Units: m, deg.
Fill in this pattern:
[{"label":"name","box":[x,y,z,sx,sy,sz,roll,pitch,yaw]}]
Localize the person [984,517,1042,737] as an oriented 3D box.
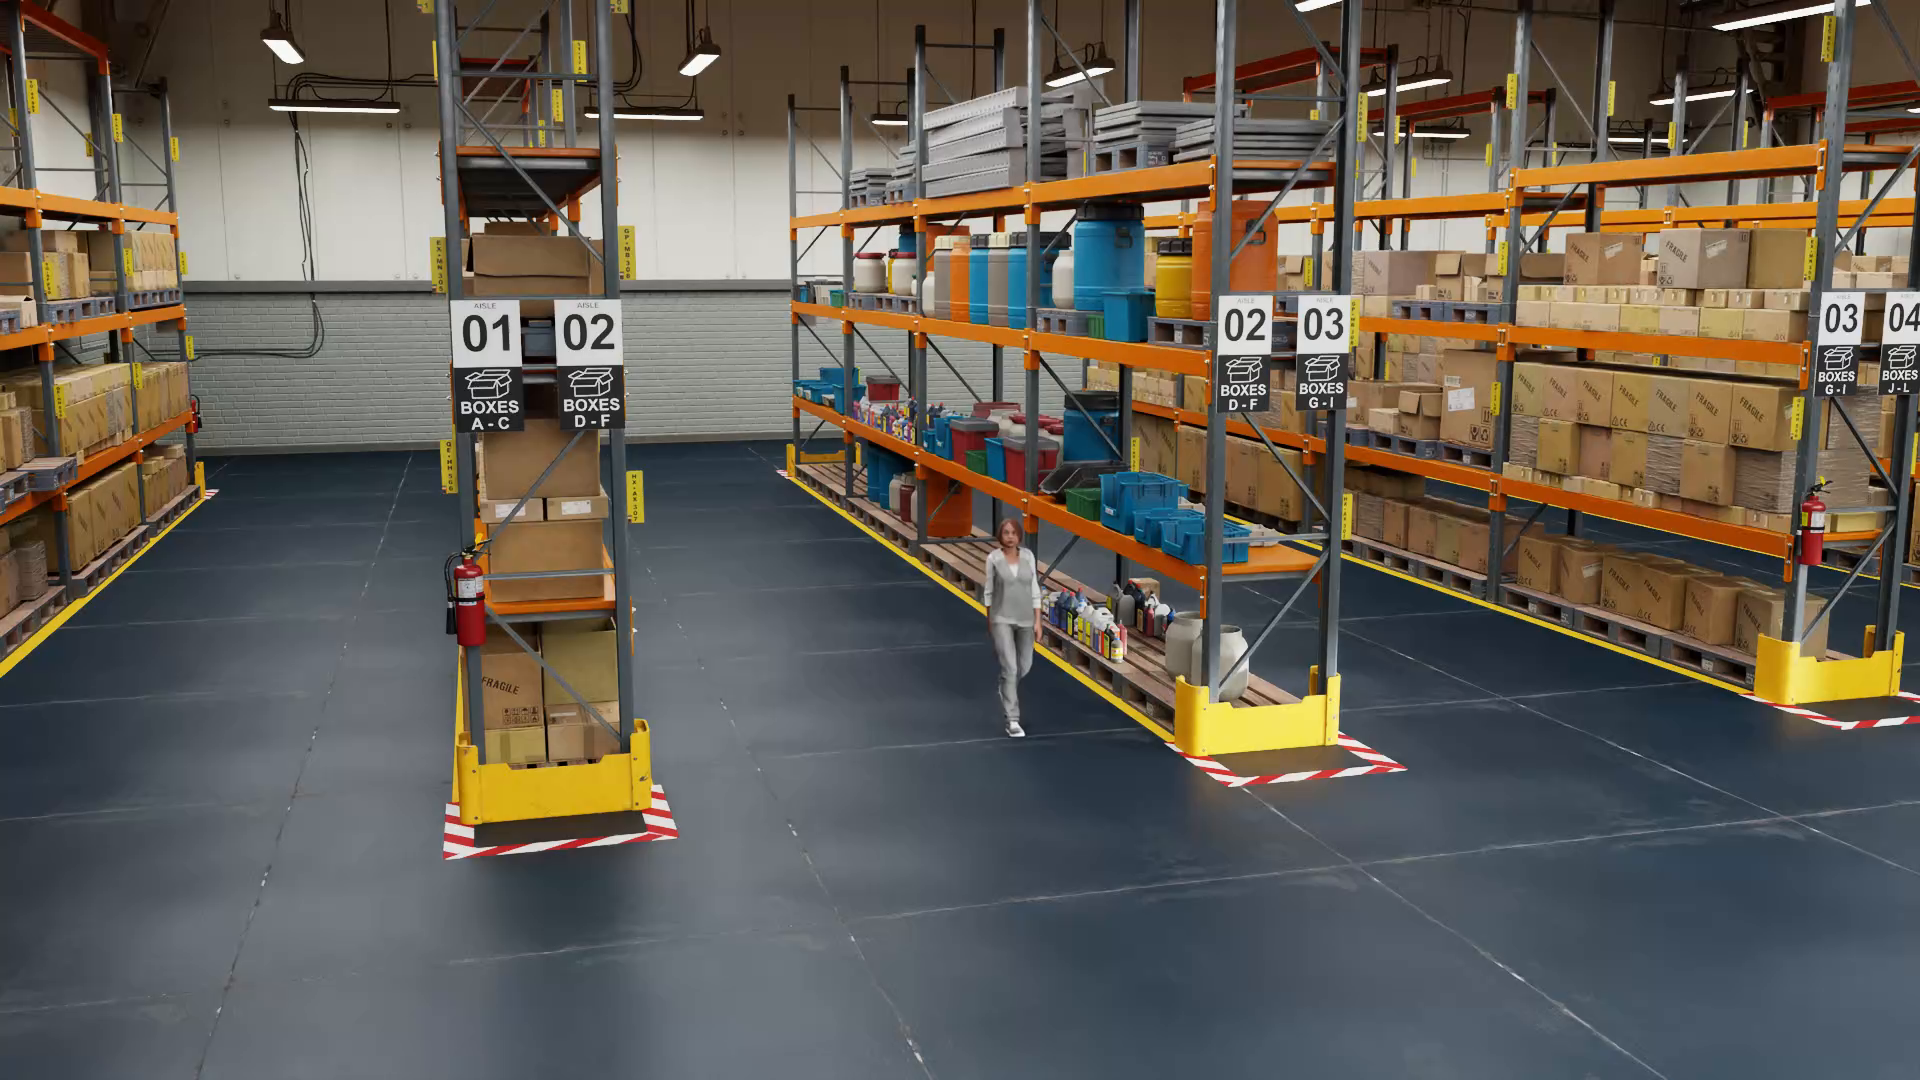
[{"label":"person","box":[0.384,0.602,12.271,0.398,1.556,0.857,-2,10,-15]}]
